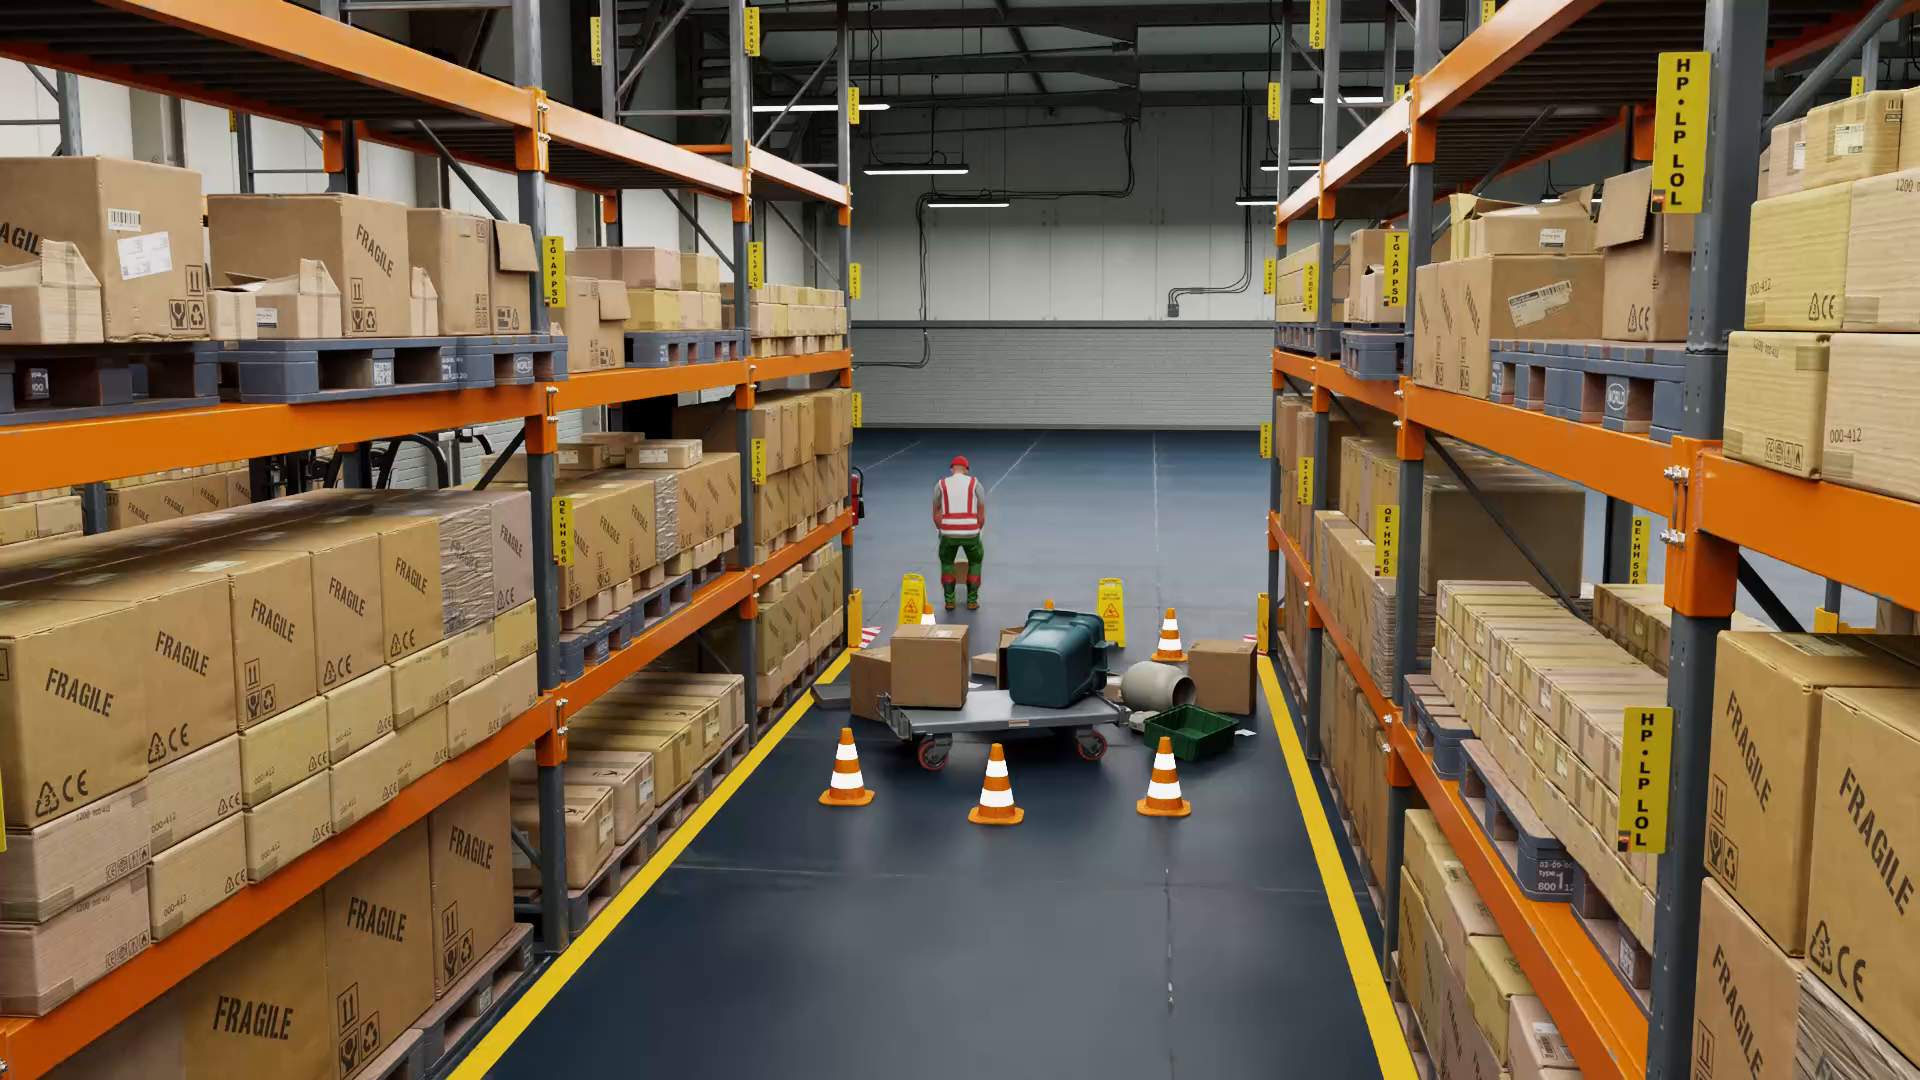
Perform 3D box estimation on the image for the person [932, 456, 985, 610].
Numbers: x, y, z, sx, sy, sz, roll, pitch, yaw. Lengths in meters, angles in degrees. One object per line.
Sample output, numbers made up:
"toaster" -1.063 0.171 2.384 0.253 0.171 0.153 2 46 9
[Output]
"person" -0.017 -0.078 17.921 0.568 1.627 0.602 1 8 7
